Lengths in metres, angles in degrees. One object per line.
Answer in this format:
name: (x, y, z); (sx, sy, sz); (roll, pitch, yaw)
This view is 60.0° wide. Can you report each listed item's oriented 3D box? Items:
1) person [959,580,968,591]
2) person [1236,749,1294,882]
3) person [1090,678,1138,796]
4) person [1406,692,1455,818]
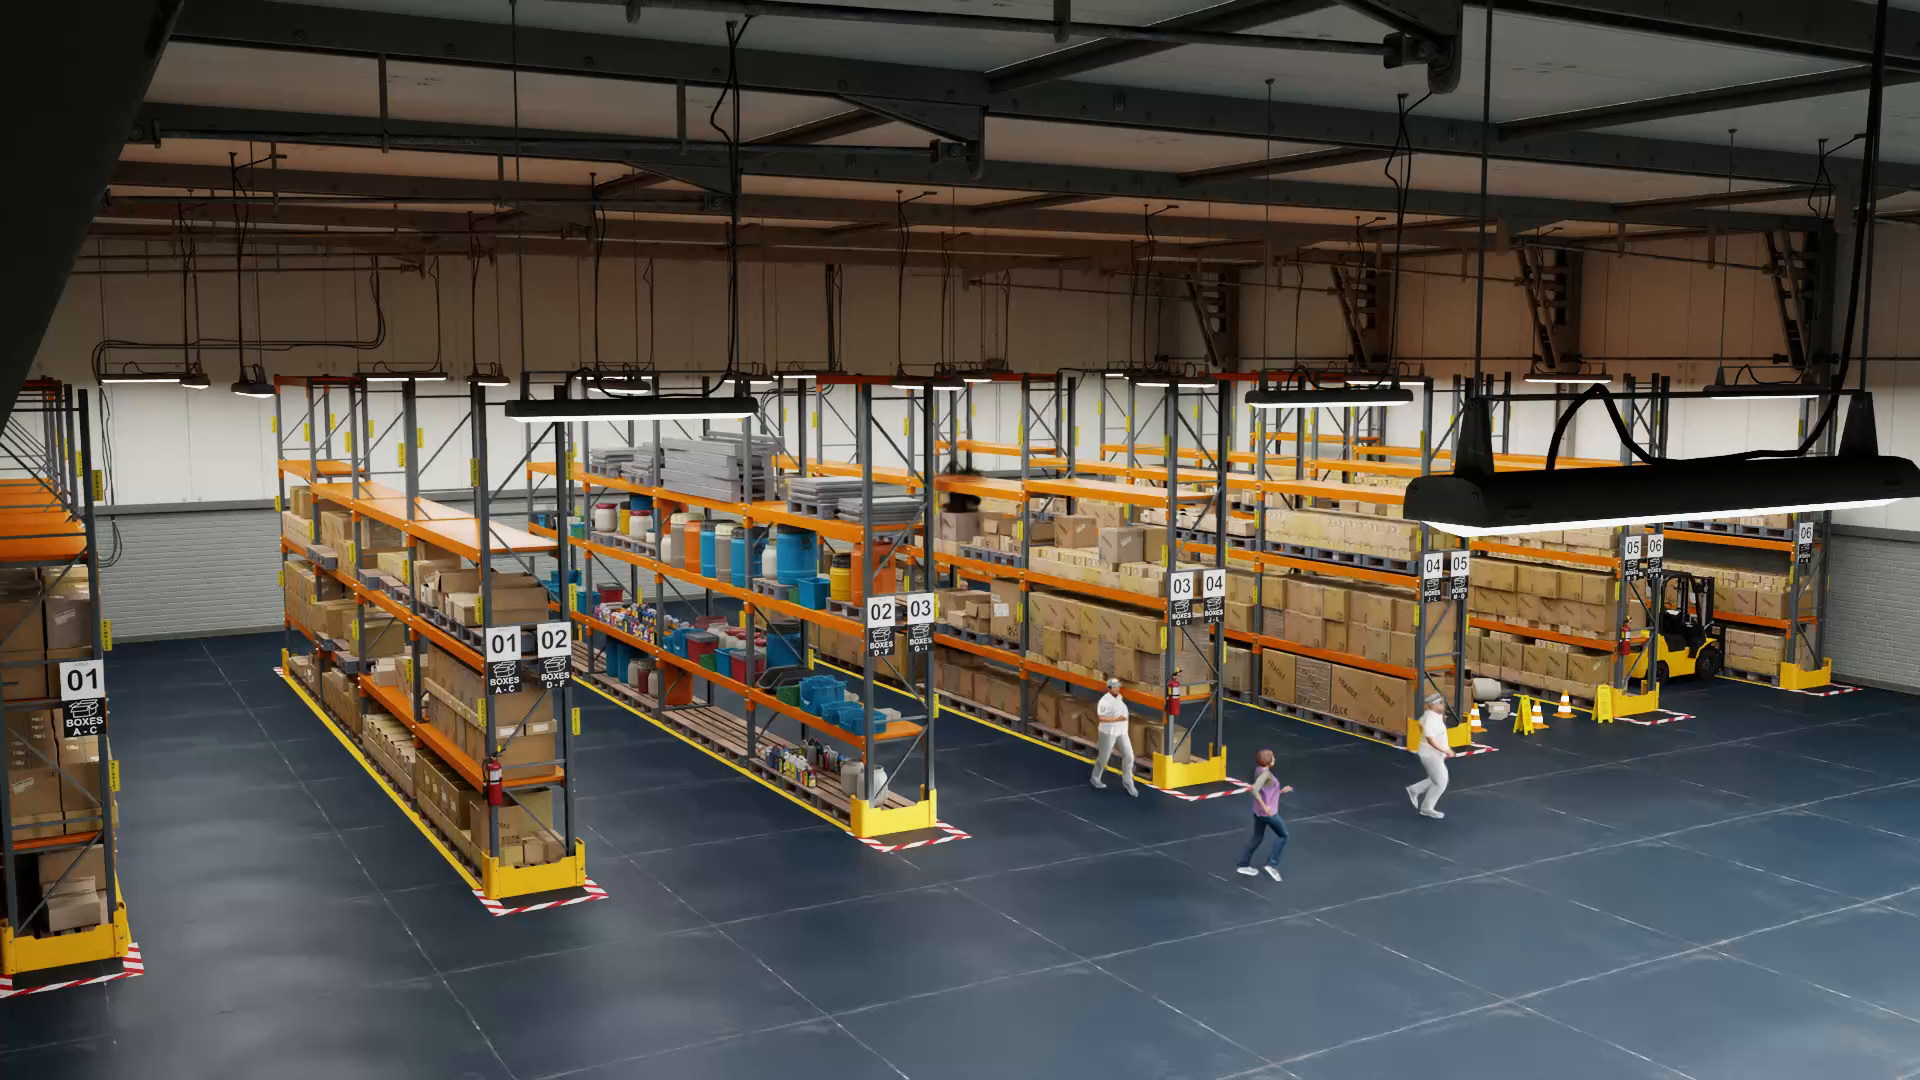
person: (0.090, 1.699, 34.100); (0.714, 1.755, 1.049); (-4, 8, -35)
person: (3.706, 3.336, 20.144); (0.694, 1.630, 0.502); (-1, 6, -10)
person: (2.214, 2.849, 24.214); (0.615, 1.716, 0.727); (-5, 8, -37)
person: (6.525, 2.955, 23.014); (0.601, 1.739, 0.699); (1, 6, 10)
